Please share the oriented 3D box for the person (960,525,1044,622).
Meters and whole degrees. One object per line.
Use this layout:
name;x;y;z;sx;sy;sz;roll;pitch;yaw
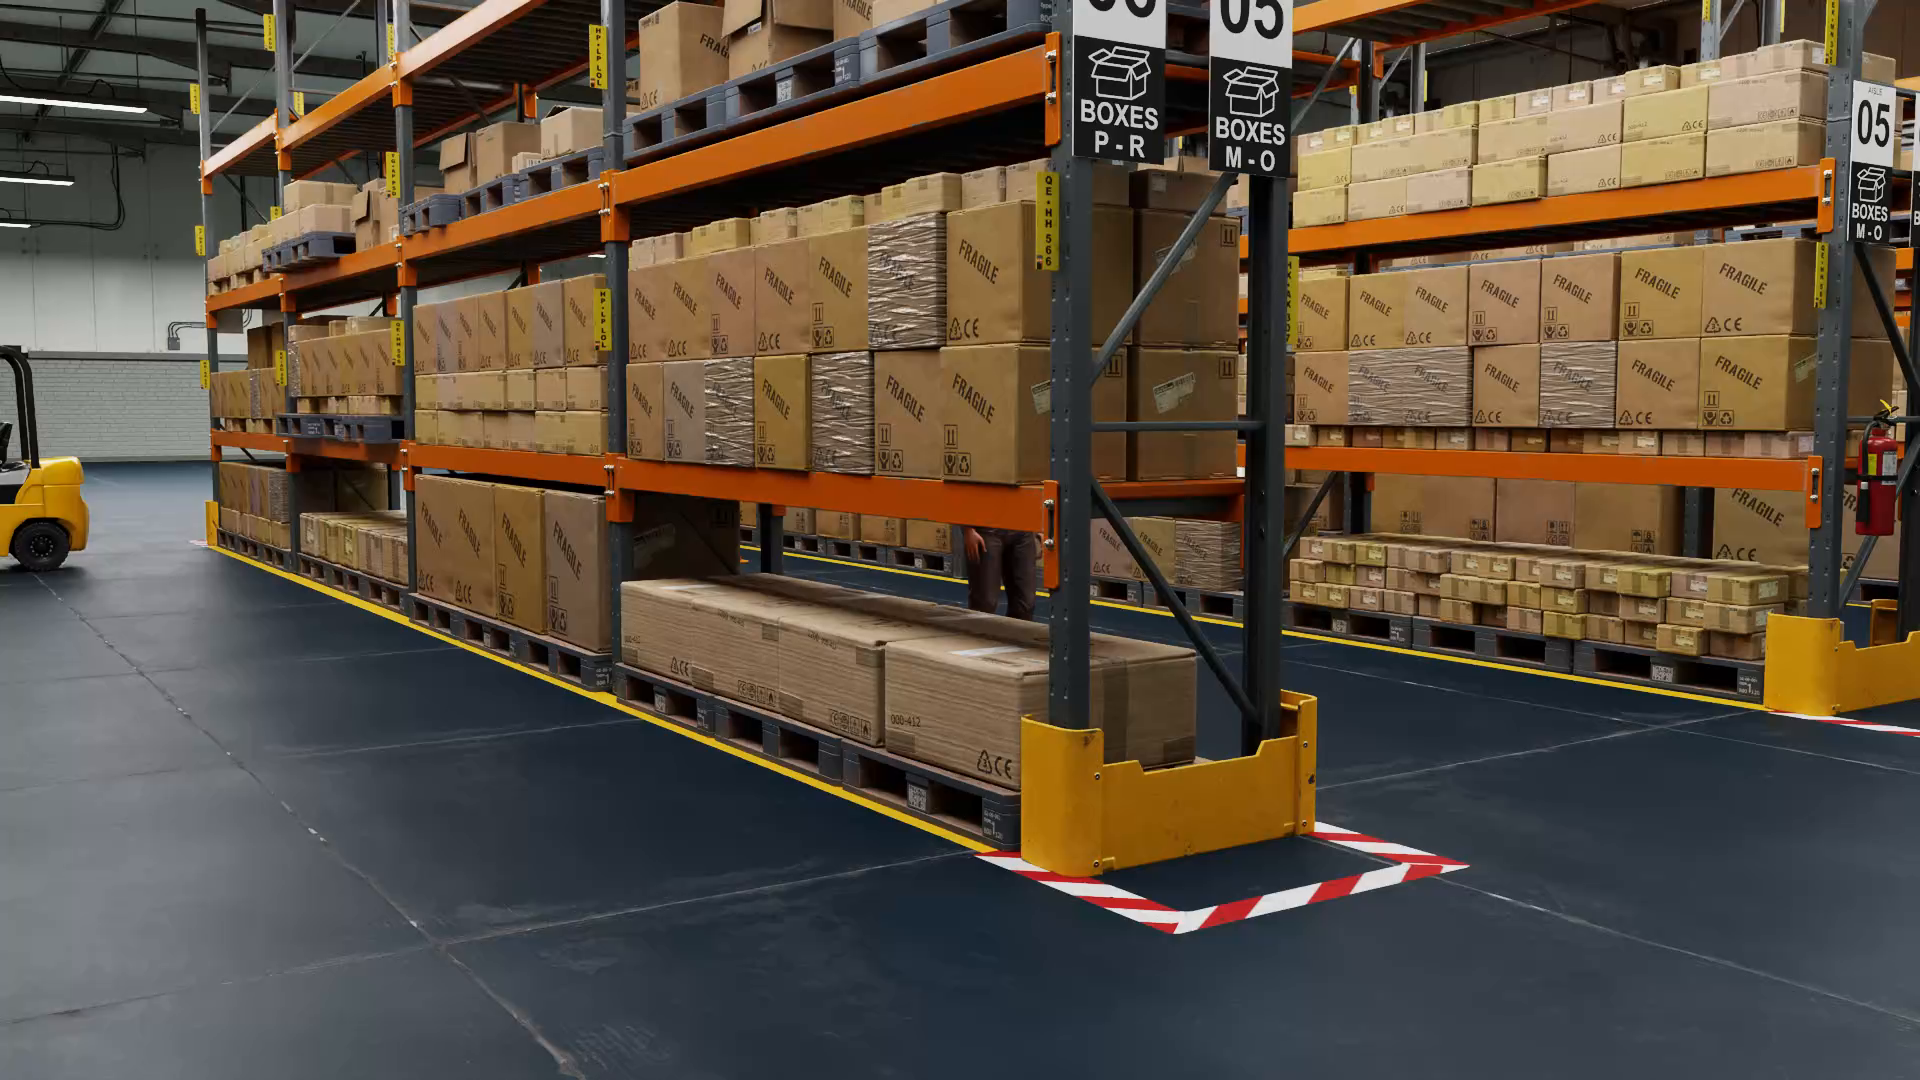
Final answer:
person;0.225;-0.021;9.211;0.593;1.722;0.410;-3;6;-36
